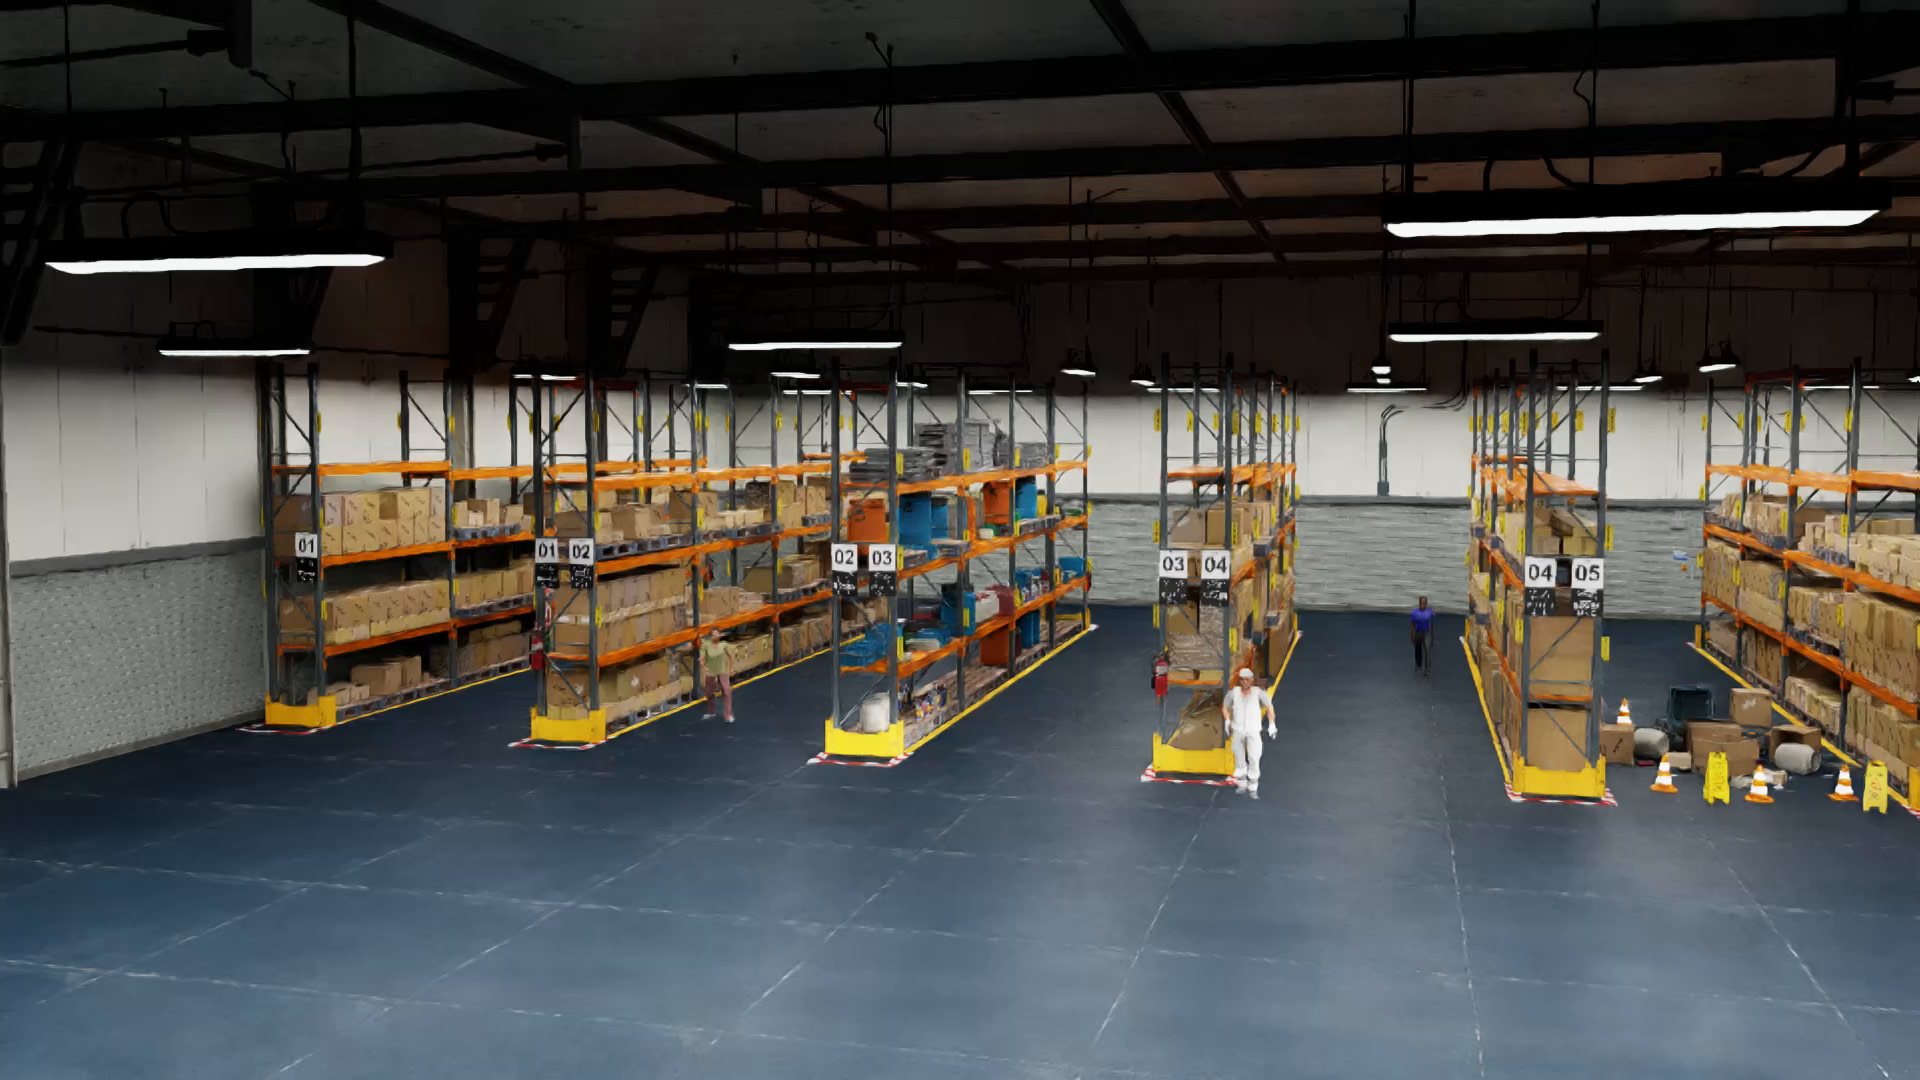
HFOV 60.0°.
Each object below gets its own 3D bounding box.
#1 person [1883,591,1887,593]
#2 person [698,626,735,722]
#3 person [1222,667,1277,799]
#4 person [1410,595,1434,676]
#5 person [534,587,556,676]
[{"bbox_3d":[21.355,1.503,38.029,0.613,1.660,0.499,-1,4,-18],"label":"person"},{"bbox_3d":[-4.063,2.231,27.849,0.616,1.606,0.801,0,4,-5],"label":"person"},{"bbox_3d":[3.864,2.566,22.297,0.711,1.751,0.680,1,4,19],"label":"person"},{"bbox_3d":[9.176,1.876,33.025,0.447,1.574,1.088,1,4,17],"label":"person"},{"bbox_3d":[-8.187,1.781,32.854,0.468,1.787,0.625,-1,4,-9],"label":"person"}]
